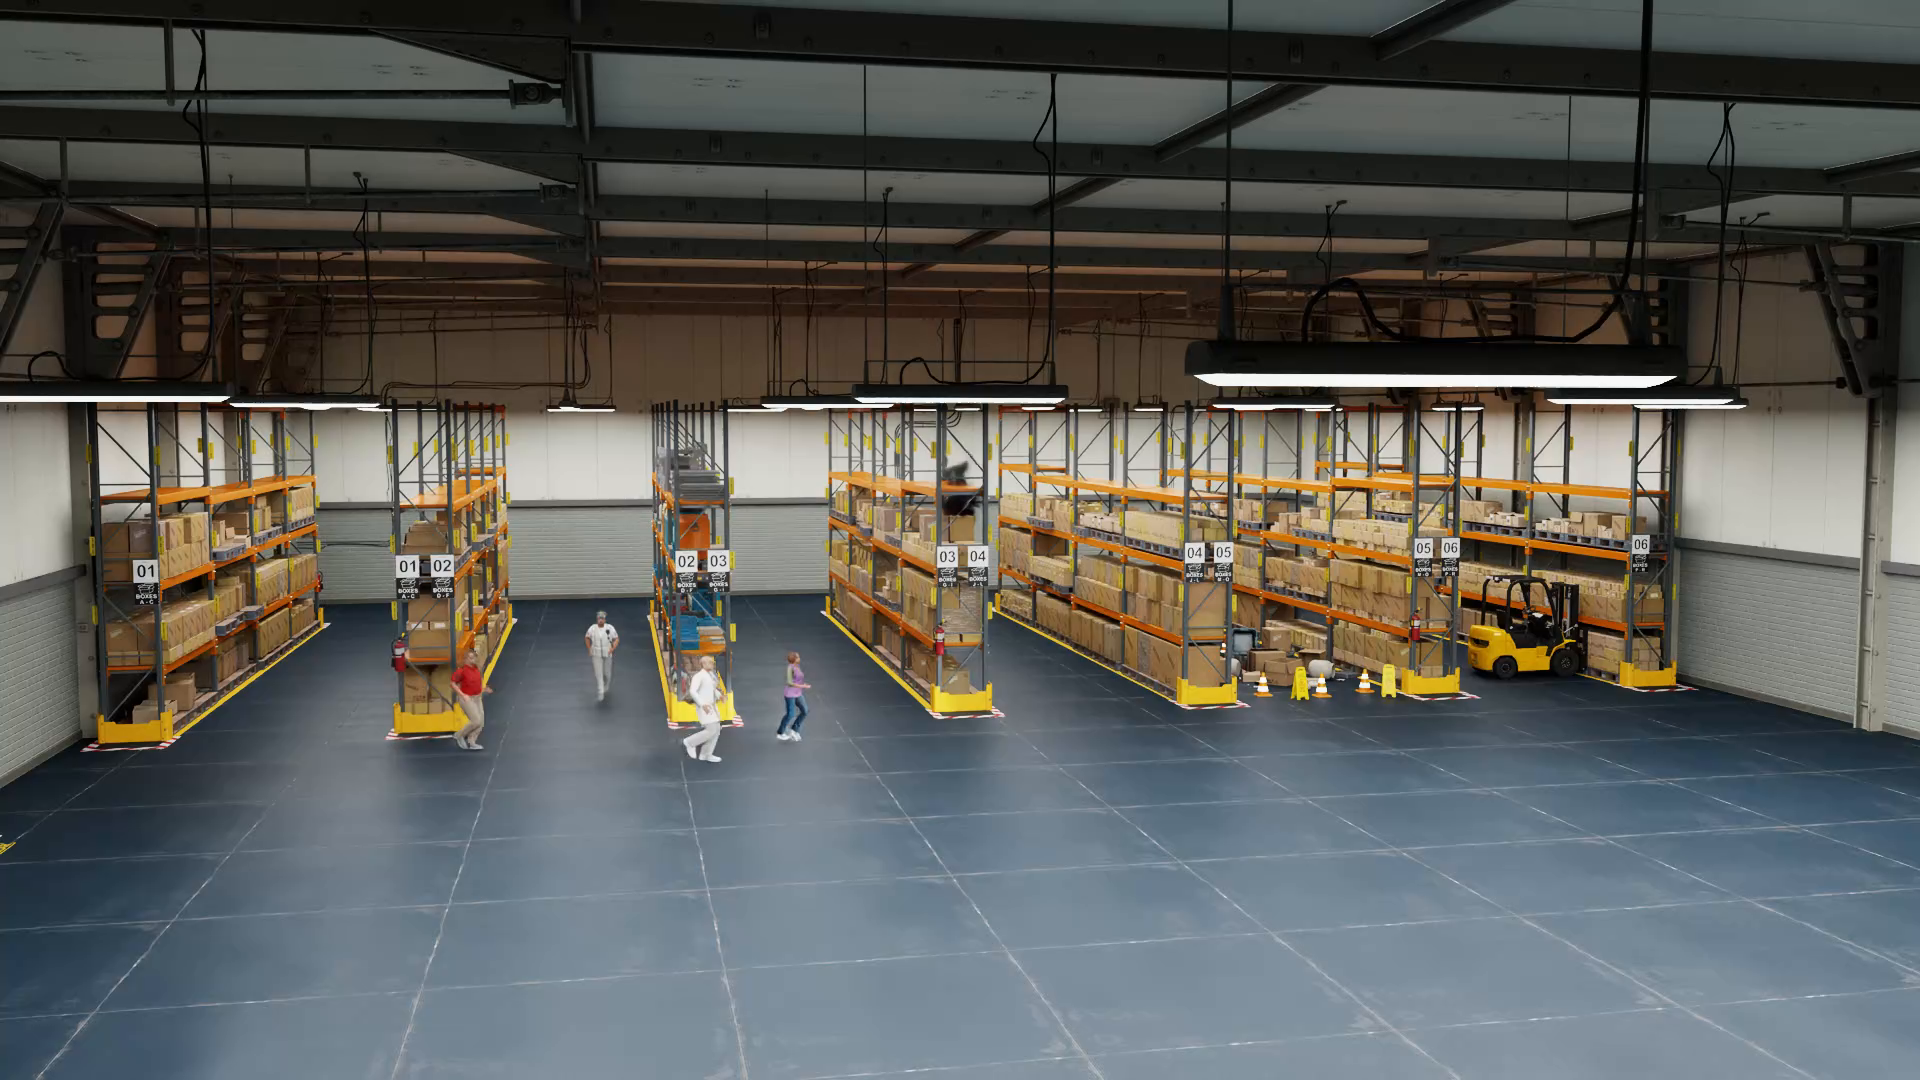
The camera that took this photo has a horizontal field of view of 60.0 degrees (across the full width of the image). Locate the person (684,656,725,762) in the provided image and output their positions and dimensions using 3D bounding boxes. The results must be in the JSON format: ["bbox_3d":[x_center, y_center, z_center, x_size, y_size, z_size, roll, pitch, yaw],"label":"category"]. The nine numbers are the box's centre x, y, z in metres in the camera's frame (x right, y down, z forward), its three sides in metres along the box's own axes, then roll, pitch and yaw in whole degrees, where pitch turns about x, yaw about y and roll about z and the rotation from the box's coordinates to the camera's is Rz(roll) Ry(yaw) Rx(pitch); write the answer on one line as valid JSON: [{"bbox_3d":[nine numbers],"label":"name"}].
[{"bbox_3d":[-4.231,2.786,27.491,0.636,1.748,0.731,1,4,13],"label":"person"}]

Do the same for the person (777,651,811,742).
[{"bbox_3d":[-2.890,2.754,29.060,0.670,1.610,0.566,2,5,21],"label":"person"}]

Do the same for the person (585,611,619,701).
[{"bbox_3d":[-7.254,2.319,33.675,0.657,1.784,0.844,-1,4,-13],"label":"person"}]

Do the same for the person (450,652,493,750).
[{"bbox_3d":[-8.318,2.743,28.369,0.598,1.680,0.679,1,4,16],"label":"person"}]
